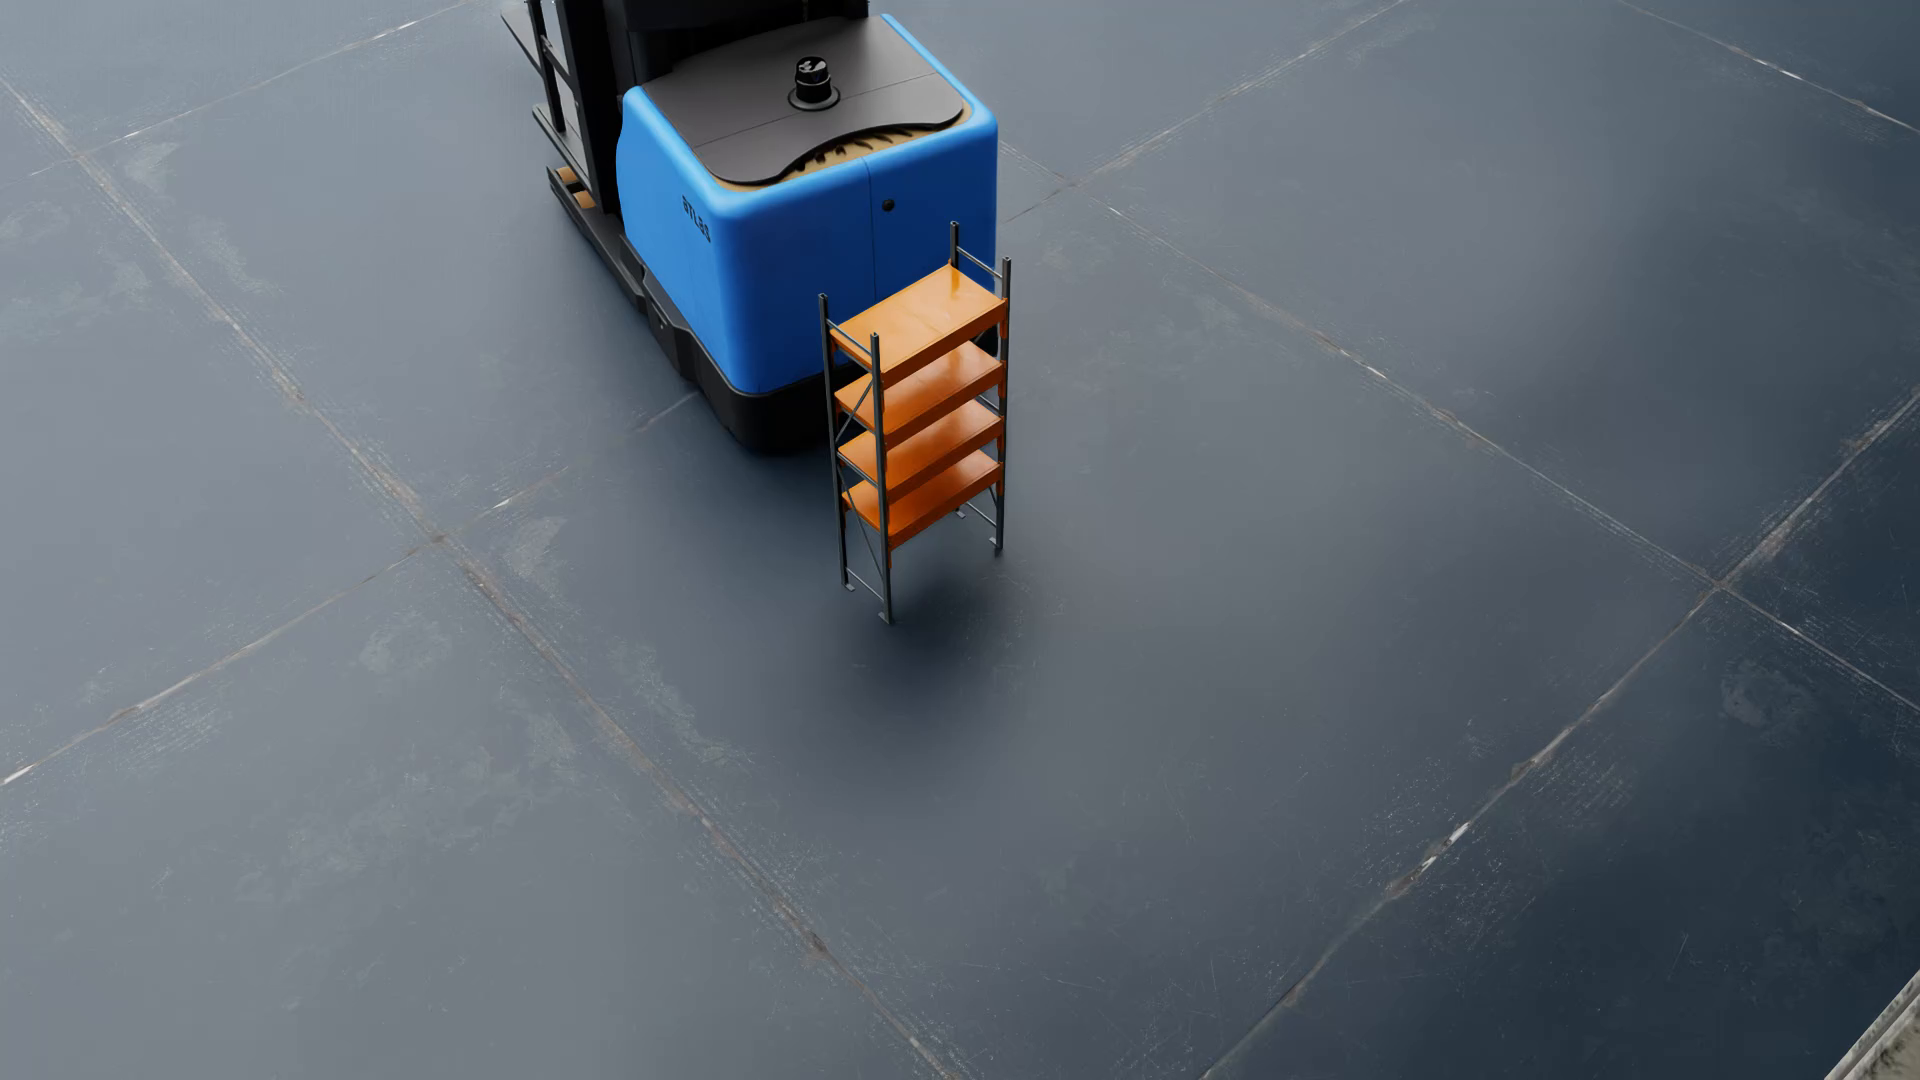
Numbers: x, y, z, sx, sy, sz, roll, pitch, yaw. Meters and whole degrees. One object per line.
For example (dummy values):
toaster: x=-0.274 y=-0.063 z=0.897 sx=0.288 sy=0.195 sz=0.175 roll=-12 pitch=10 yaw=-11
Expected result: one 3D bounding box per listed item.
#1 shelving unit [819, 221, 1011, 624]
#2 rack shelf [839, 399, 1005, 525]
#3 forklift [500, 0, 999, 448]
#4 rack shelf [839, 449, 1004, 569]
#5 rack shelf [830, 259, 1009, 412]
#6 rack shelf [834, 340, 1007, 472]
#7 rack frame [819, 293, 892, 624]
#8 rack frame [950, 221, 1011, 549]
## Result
shelving unit: x=-0.122 y=-0.325 z=5.062 sx=0.503 sy=1.200 sz=0.258 roll=-34 pitch=56 yaw=-27
rack shelf: x=-0.122 y=-0.279 z=5.112 sx=0.480 sy=0.148 sz=0.258 roll=-34 pitch=56 yaw=-27
forklift: x=-1.027 y=-2.394 z=5.793 sx=1.130 sy=2.935 sz=3.031 roll=-23 pitch=51 yaw=-20
rack shelf: x=-0.122 y=-0.145 z=5.258 sx=0.480 sy=0.148 sz=0.258 roll=-34 pitch=56 yaw=-27
rack shelf: x=-0.122 y=-0.591 z=4.774 sx=0.480 sy=0.148 sz=0.258 roll=-34 pitch=56 yaw=-27
rack shelf: x=-0.122 y=-0.431 z=4.947 sx=0.480 sy=0.148 sz=0.258 roll=-34 pitch=56 yaw=-27
rack frame: x=-0.303 y=-0.204 z=4.951 sx=0.015 sy=1.200 sz=0.240 roll=-34 pitch=56 yaw=-27
rack frame: x=0.058 y=-0.446 z=5.174 sx=0.015 sy=1.200 sz=0.240 roll=-34 pitch=56 yaw=-27
